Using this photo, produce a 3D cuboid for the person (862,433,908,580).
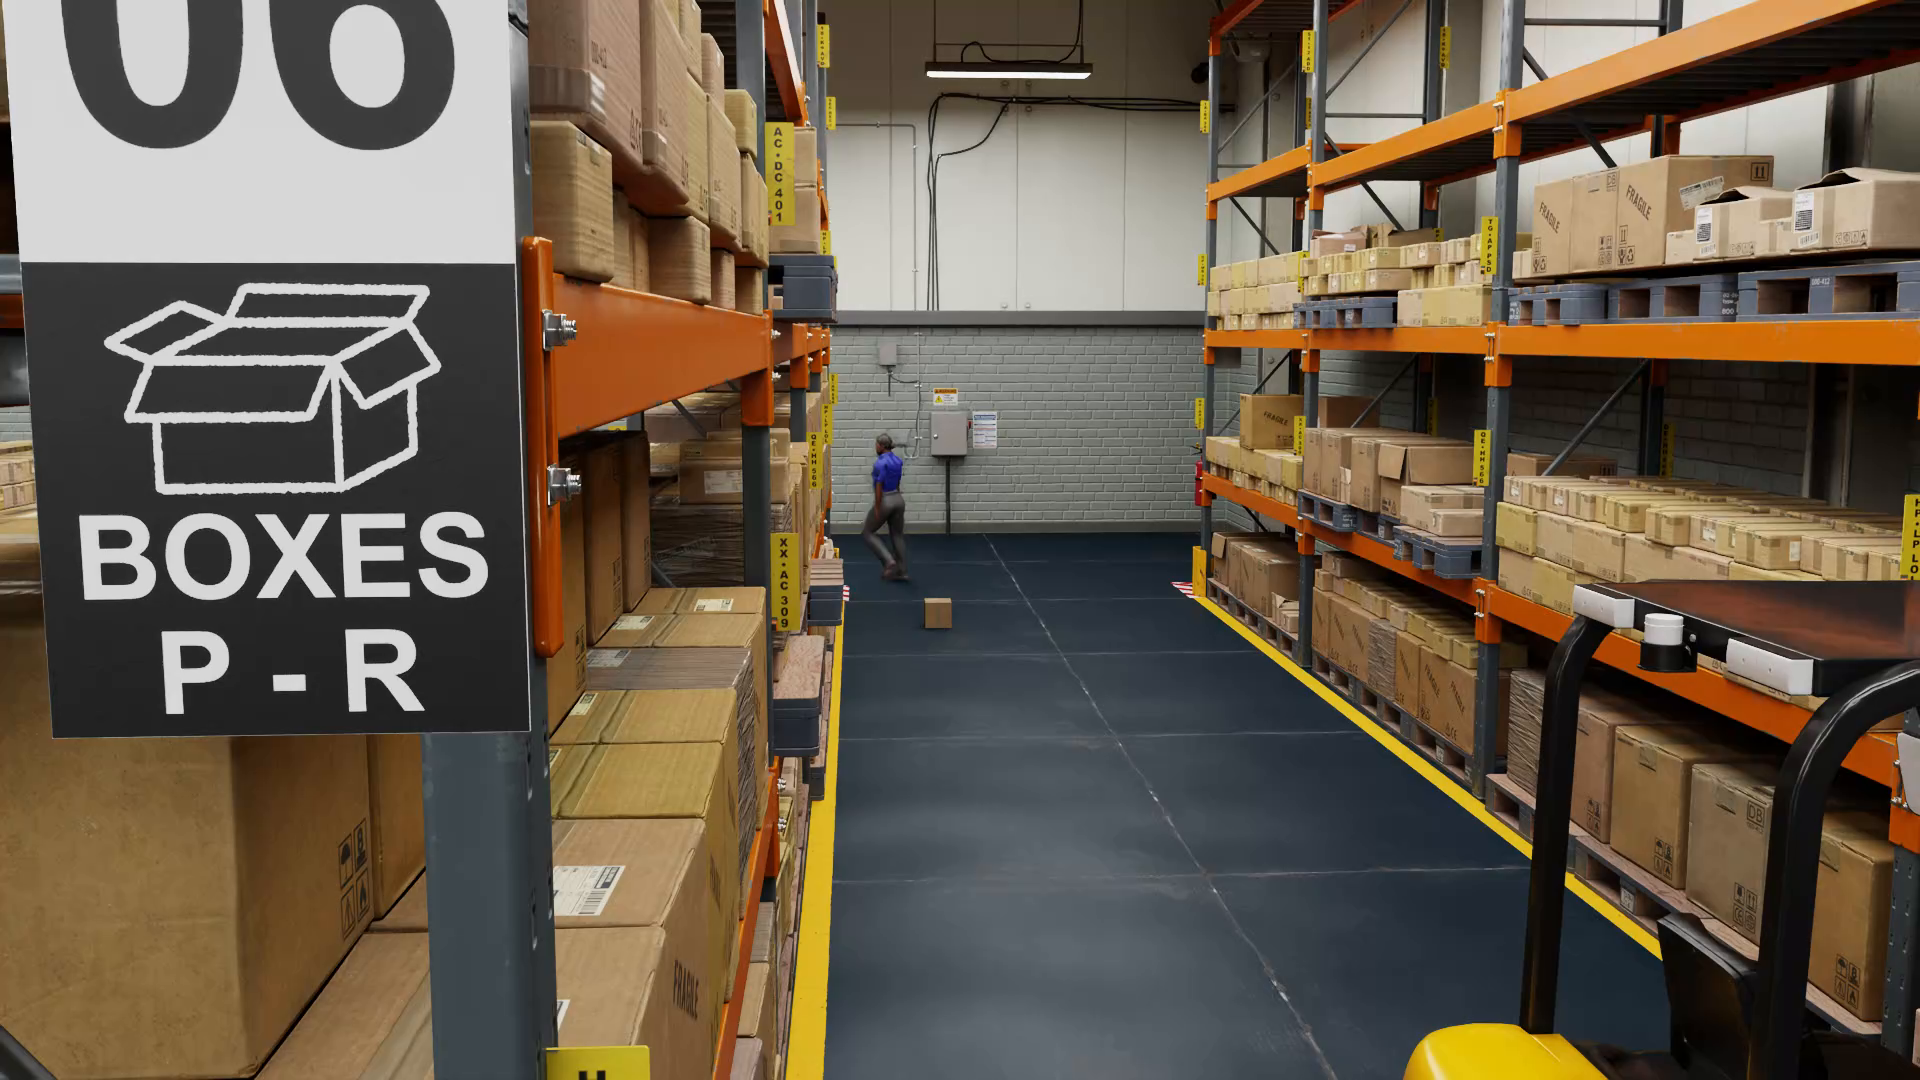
[{"bbox_3d":[-0.846,-0.376,18.666,0.441,1.650,0.521,5,9,37],"label":"person"}]
